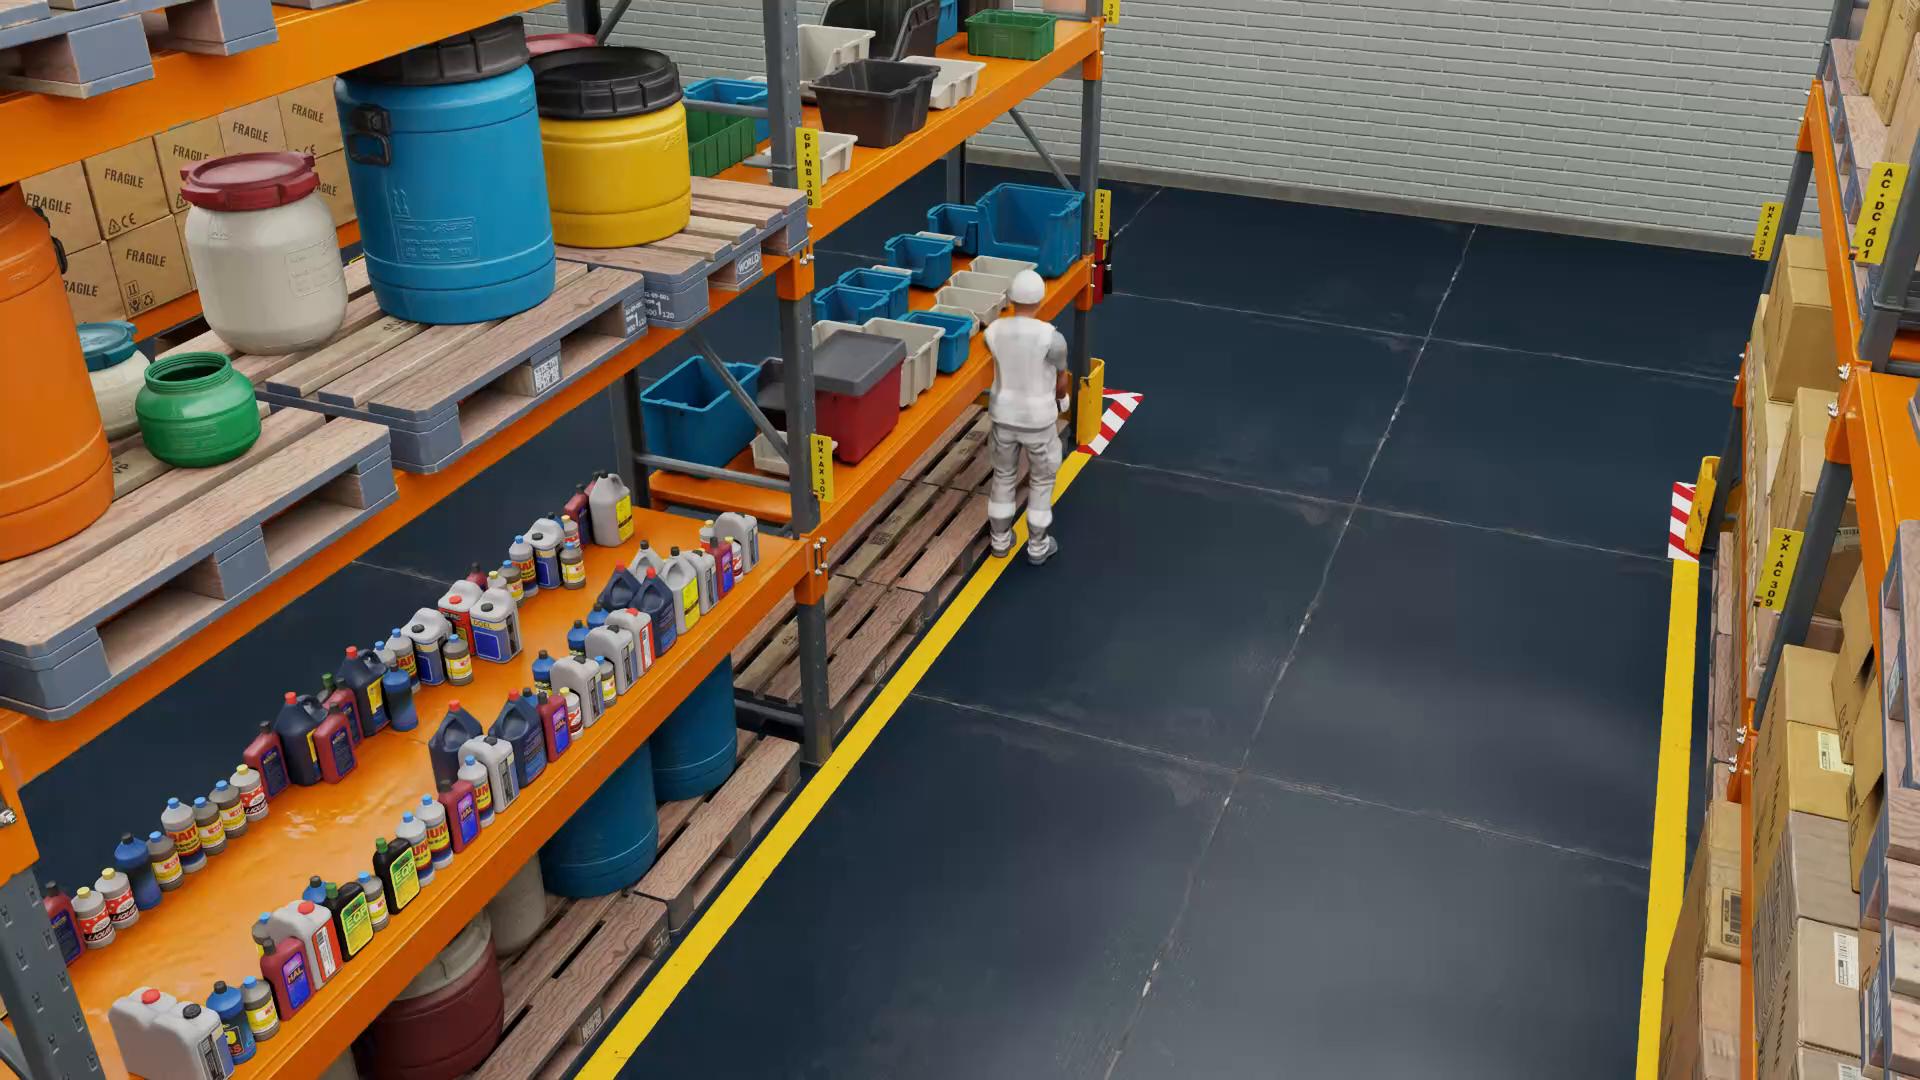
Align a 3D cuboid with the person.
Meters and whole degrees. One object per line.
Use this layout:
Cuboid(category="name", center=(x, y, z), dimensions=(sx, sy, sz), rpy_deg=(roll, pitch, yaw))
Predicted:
Cuboid(category="person", center=(0.403, -0.739, 9.696), dimensions=(0.474, 1.781, 0.564), rpy_deg=(11, 31, 18))
